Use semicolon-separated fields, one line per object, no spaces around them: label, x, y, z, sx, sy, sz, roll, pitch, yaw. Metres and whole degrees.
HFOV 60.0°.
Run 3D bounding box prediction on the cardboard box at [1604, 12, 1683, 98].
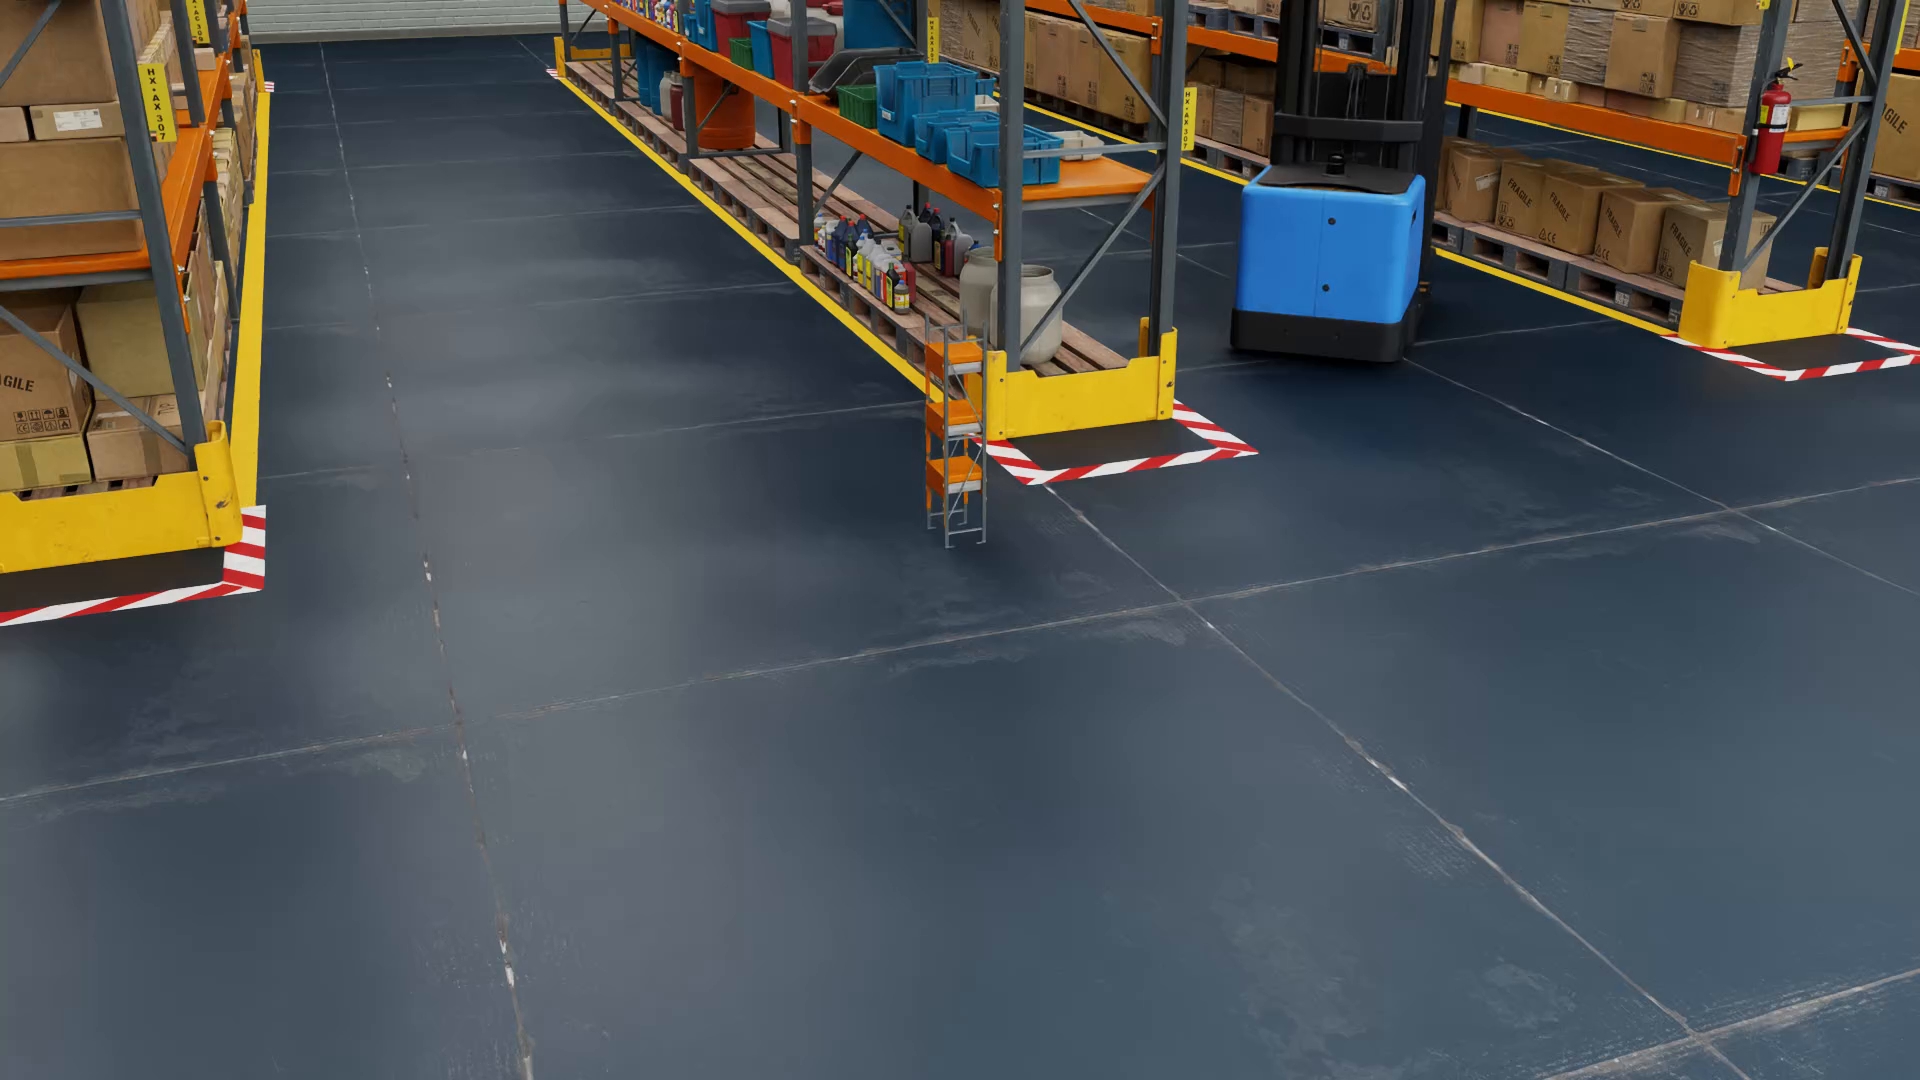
cardboard box;4.864;-3.266;11.125;0.875;0.500;0.500;-8;24;-19

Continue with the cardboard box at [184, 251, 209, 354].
cardboard box;-4.296;-1.215;8.804;0.500;0.500;0.500;-8;24;-19

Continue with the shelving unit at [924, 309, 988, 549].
shelving unit;-0.019;-0.503;7.592;0.215;1.050;0.252;-8;24;-19

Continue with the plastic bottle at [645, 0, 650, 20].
plastic bottle;-3.196;-5.507;17.103;0.061;0.283;0.133;-8;24;-19

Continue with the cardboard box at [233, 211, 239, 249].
cardboard box;-5.636;-2.290;12.321;0.500;0.250;0.500;-9;25;-21

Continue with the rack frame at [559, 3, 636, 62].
rack frame;-4.964;-7.848;22.508;1.000;3.000;0.127;-8;24;-19

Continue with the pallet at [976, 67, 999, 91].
pallet;0.887;-6.076;21.894;1.003;0.211;1.213;-8;24;-19

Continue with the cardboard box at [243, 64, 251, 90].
cardboard box;-8.869;-5.592;20.130;0.500;0.250;0.500;-8;24;-19

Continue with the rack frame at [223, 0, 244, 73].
rack frame;-8.186;-5.716;17.450;1.000;3.000;0.127;-8;24;-19

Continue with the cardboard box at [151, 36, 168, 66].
cardboard box;-4.790;-2.805;9.578;0.380;0.149;0.250;-8;24;-19

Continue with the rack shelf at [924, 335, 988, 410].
rack shelf;-0.019;-0.755;7.486;0.215;0.259;0.240;-8;24;-19

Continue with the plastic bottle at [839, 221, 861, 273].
plastic bottle;-0.761;-2.051;11.598;0.144;0.351;0.185;-9;25;-21

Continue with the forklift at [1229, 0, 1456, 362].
forklift;2.682;-2.977;11.040;1.130;2.935;3.031;8;24;18

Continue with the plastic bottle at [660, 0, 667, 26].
plastic bottle;-2.923;-5.240;16.486;0.097;0.271;0.097;0;23;0

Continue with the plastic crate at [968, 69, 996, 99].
plastic crate;-0.080;-3.054;11.326;0.499;0.251;0.616;-8;24;-19

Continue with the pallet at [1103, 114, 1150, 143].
pallet;2.288;-4.632;18.469;1.003;0.211;1.213;-8;24;-19

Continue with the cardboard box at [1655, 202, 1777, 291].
cardboard box;5.117;-1.985;11.274;0.500;0.500;0.500;-4;23;-9

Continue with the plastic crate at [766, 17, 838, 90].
plastic crate;-1.182;-3.651;12.468;0.402;0.464;0.583;-8;24;-19

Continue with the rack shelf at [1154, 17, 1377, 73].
rack shelf;3.202;-4.562;15.639;1.077;0.370;4.000;-8;24;-19

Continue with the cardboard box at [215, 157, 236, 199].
cardboard box;-5.817;-2.737;12.659;0.500;0.311;0.500;-8;24;-18

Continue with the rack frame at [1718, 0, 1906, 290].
rack frame;5.322;-2.714;10.327;1.000;3.000;0.127;-8;24;-19

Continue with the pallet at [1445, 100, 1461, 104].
pallet;6.470;-5.706;21.017;1.003;0.211;1.213;-8;24;-19

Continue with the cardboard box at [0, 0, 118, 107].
cardboard box;-4.119;-2.190;7.286;0.700;0.500;0.500;-8;24;-19

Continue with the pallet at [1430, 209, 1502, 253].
pallet;4.179;-2.643;13.749;1.003;0.211;1.213;-8;24;-19

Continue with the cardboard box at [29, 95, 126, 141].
cardboard box;-3.884;-1.873;7.368;0.380;0.149;0.250;-9;24;-19

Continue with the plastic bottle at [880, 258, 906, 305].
plastic bottle;-0.434;-1.684;10.825;0.152;0.276;0.135;-8;24;-19

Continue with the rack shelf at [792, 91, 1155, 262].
rack shelf;-0.018;-2.429;10.578;1.077;0.370;4.000;-8;24;-19

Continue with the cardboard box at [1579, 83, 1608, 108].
cardboard box;4.571;-3.125;11.626;0.380;0.149;0.250;-8;24;-19

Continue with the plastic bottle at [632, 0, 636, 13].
plastic bottle;-3.417;-5.780;17.762;0.152;0.276;0.135;-8;24;-19

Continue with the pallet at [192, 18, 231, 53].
pallet;-7.078;-4.411;14.600;1.213;0.211;1.003;-8;24;-19

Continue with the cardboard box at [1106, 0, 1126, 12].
cardboard box;1.919;-5.994;17.980;0.500;0.500;0.500;-9;24;-19

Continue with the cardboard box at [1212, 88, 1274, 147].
cardboard box;2.959;-4.231;16.578;0.700;0.500;0.500;-10;25;-23

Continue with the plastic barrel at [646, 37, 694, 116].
plastic barrel;-3.125;-5.164;18.300;0.600;0.901;0.708;-8;24;-19

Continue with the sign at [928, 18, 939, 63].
sign;-0.206;-3.687;12.278;0.100;0.325;0.005;-8;24;-19

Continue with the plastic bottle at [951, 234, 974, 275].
plastic bottle;0.008;-1.994;11.560;0.152;0.276;0.135;-8;24;-18

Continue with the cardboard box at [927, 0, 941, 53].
cardboard box;-0.030;-7.520;23.925;0.875;0.875;0.875;-8;24;-19

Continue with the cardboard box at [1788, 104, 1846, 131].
cardboard box;5.444;-2.734;10.699;0.380;0.149;0.250;-8;24;-19

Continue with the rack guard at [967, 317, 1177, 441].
rack guard;0.617;-0.904;9.250;1.175;0.500;0.348;-8;24;-19

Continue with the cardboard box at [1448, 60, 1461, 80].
cardboard box;3.991;-3.663;12.902;0.380;0.149;0.250;-8;24;-19

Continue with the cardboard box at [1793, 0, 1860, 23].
cardboard box;5.382;-3.595;10.618;0.500;0.500;0.500;-8;24;-19

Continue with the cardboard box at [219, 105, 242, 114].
cardboard box;-6.857;-3.708;15.337;0.500;0.500;0.500;-9;25;-21

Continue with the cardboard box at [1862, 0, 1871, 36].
cardboard box;8.651;-5.085;15.824;0.500;0.500;0.500;-8;24;-18

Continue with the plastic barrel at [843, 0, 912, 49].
plastic barrel;-0.578;-3.901;12.497;0.600;0.901;0.708;-8;24;-19

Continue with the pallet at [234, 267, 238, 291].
pallet;-5.657;-1.787;11.717;1.003;0.211;1.213;-8;24;-19

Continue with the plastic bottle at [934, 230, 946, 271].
plastic bottle;-0.133;-2.034;11.644;0.061;0.283;0.133;-8;24;-19

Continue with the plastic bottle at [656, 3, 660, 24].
plastic bottle;-2.992;-5.278;16.667;0.097;0.201;0.097;0;23;0

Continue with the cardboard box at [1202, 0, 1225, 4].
cardboard box;2.724;-5.669;16.670;0.500;0.500;0.500;-12;25;-25

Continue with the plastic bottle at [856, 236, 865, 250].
plastic bottle;-0.674;-1.966;11.499;0.097;0.271;0.097;0;23;0

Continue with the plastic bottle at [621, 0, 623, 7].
plastic bottle;-3.716;-6.023;18.434;0.097;0.201;0.097;0;23;0

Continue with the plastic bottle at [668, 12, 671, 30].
plastic bottle;-2.785;-5.066;16.164;0.097;0.201;0.097;0;23;0

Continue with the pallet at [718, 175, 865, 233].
pallet;-1.473;-2.927;14.422;1.003;0.211;1.213;-8;24;-19

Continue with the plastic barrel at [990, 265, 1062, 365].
plastic barrel;0.384;-1.310;9.658;0.421;0.512;0.421;0;23;0

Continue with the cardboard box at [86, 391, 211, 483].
cardboard box;-3.929;-0.508;8.092;0.500;0.250;0.500;-8;24;-19

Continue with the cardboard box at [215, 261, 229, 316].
cardboard box;-4.992;-1.597;10.677;0.500;0.250;0.500;-8;24;-19

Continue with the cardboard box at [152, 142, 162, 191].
cardboard box;-4.460;-1.945;8.373;0.700;0.500;0.500;-8;24;-19

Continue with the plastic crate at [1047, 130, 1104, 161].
plastic crate;0.673;-2.282;9.642;0.298;0.136;0.250;-8;24;-19
